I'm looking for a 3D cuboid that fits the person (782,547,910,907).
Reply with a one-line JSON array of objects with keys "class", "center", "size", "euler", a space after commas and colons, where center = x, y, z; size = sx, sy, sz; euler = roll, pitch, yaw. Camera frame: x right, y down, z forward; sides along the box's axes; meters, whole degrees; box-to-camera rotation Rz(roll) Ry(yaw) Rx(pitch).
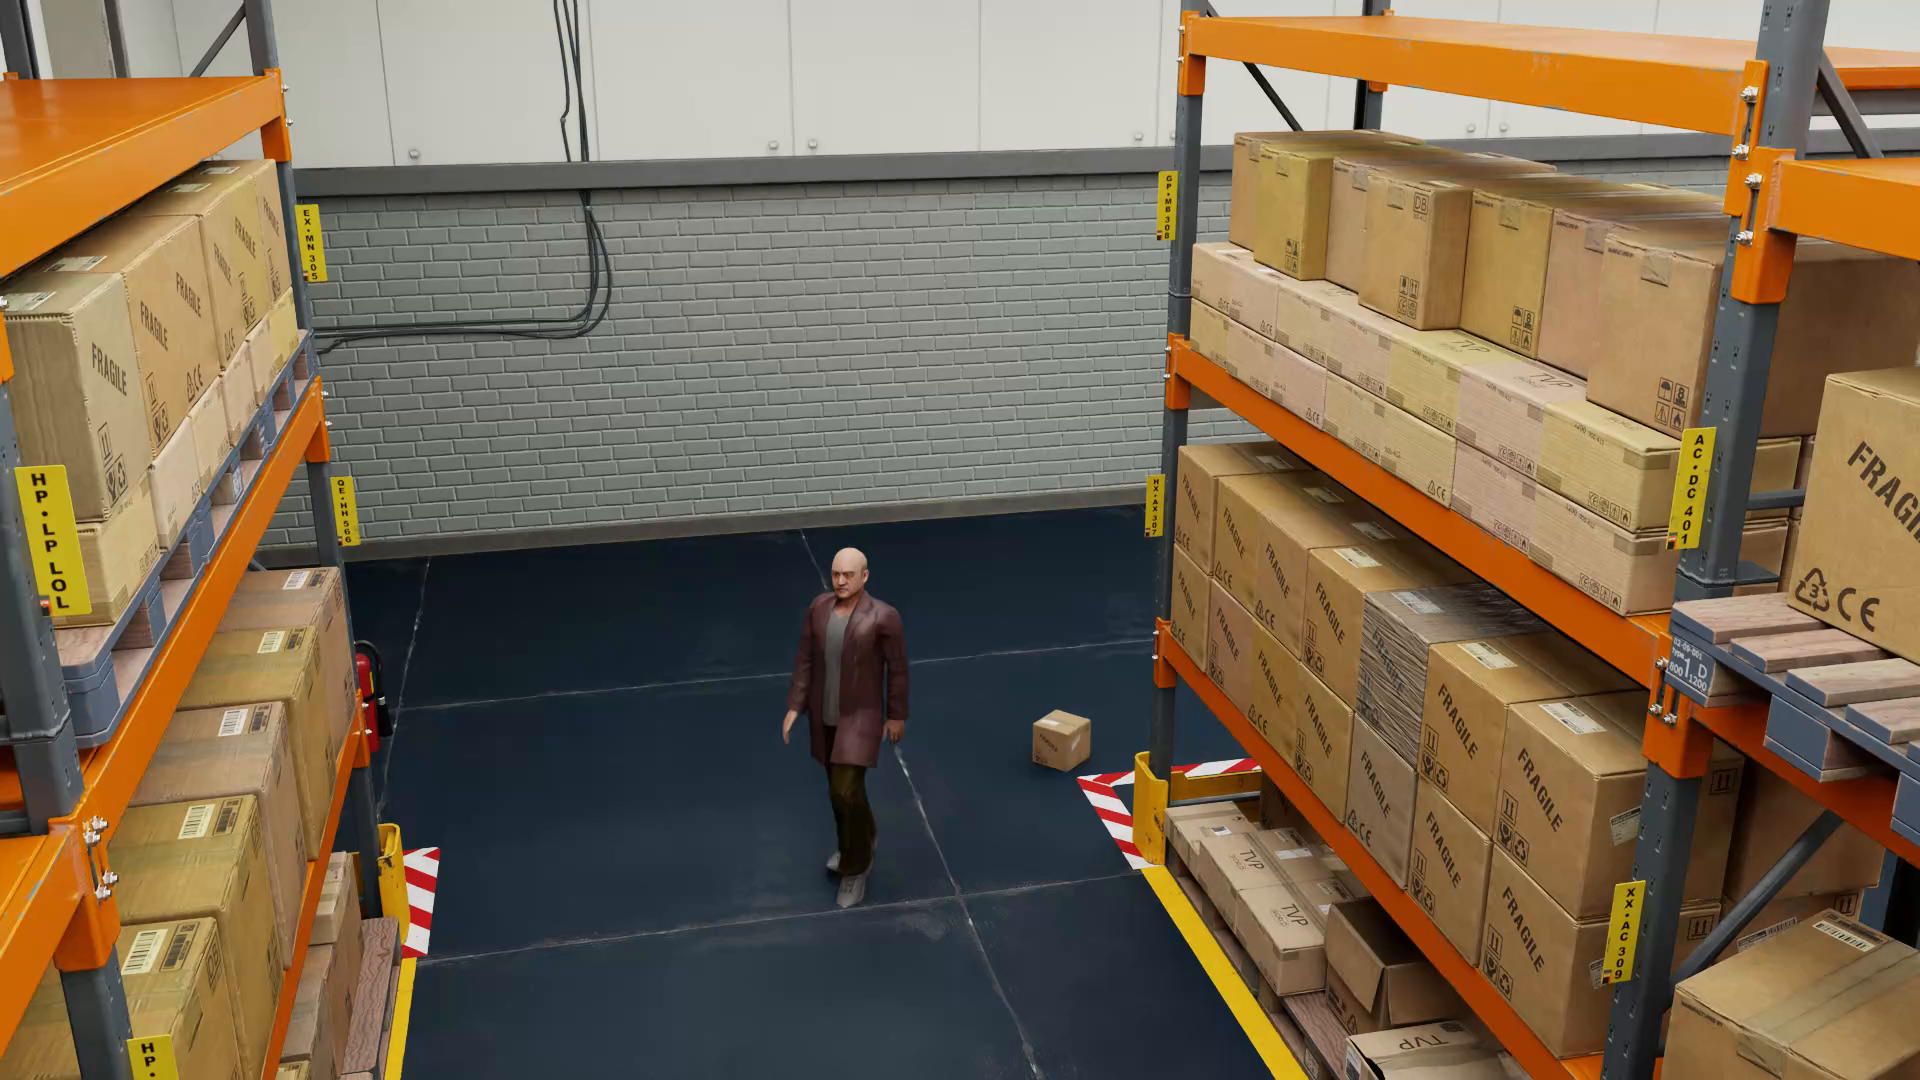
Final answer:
[{"class": "person", "center": [-0.591, 0.938, 8.459], "size": [0.576, 1.844, 0.560], "euler": [12, 23, 31]}]
